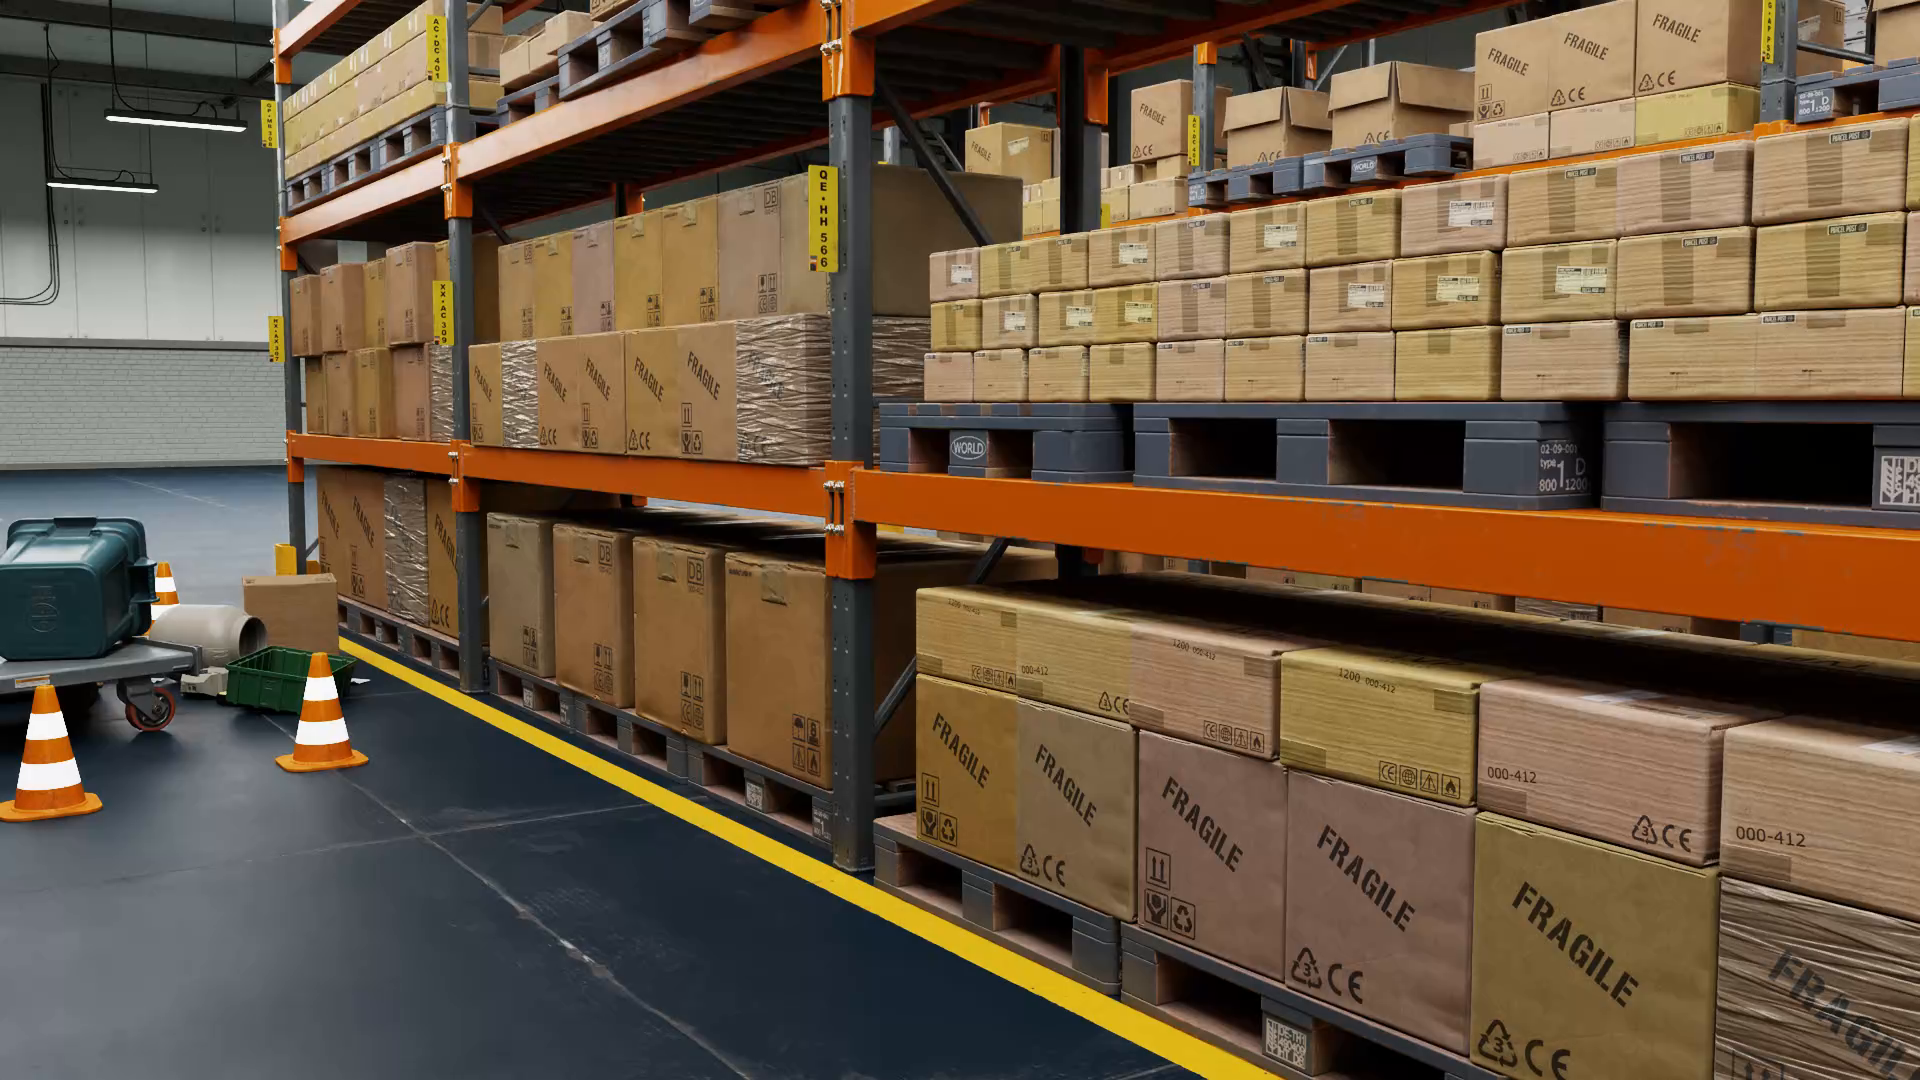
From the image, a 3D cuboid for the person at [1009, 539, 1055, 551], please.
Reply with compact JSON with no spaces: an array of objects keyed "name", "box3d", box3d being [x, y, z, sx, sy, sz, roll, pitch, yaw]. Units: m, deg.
[{"name":"person","box3d":[0.454,-0.110,9.350,0.530,1.712,0.493,-3,6,-34]}]
